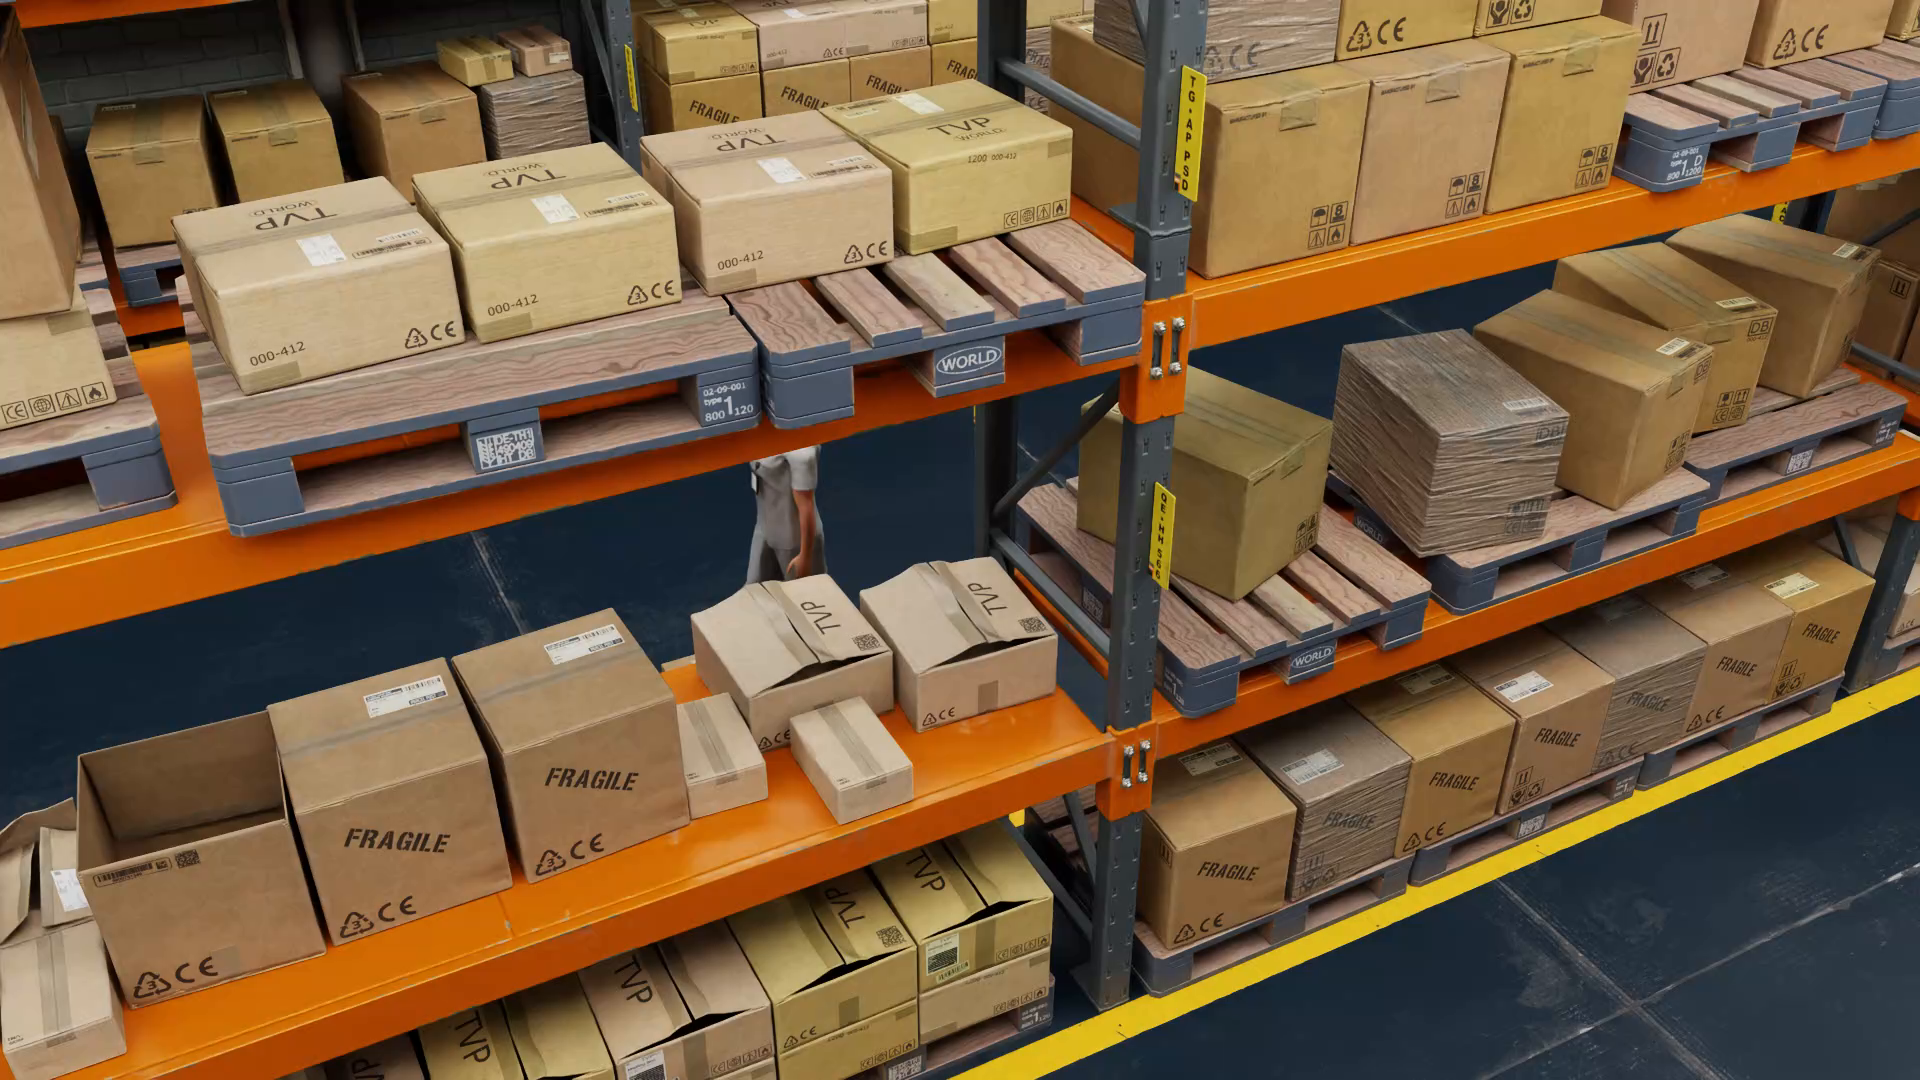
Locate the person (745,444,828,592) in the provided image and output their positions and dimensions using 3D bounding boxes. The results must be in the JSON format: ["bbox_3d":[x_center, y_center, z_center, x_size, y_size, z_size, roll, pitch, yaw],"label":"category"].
[{"bbox_3d":[-0.816,-0.021,7.170,0.722,1.665,0.462,-11,35,-16],"label":"person"}]
